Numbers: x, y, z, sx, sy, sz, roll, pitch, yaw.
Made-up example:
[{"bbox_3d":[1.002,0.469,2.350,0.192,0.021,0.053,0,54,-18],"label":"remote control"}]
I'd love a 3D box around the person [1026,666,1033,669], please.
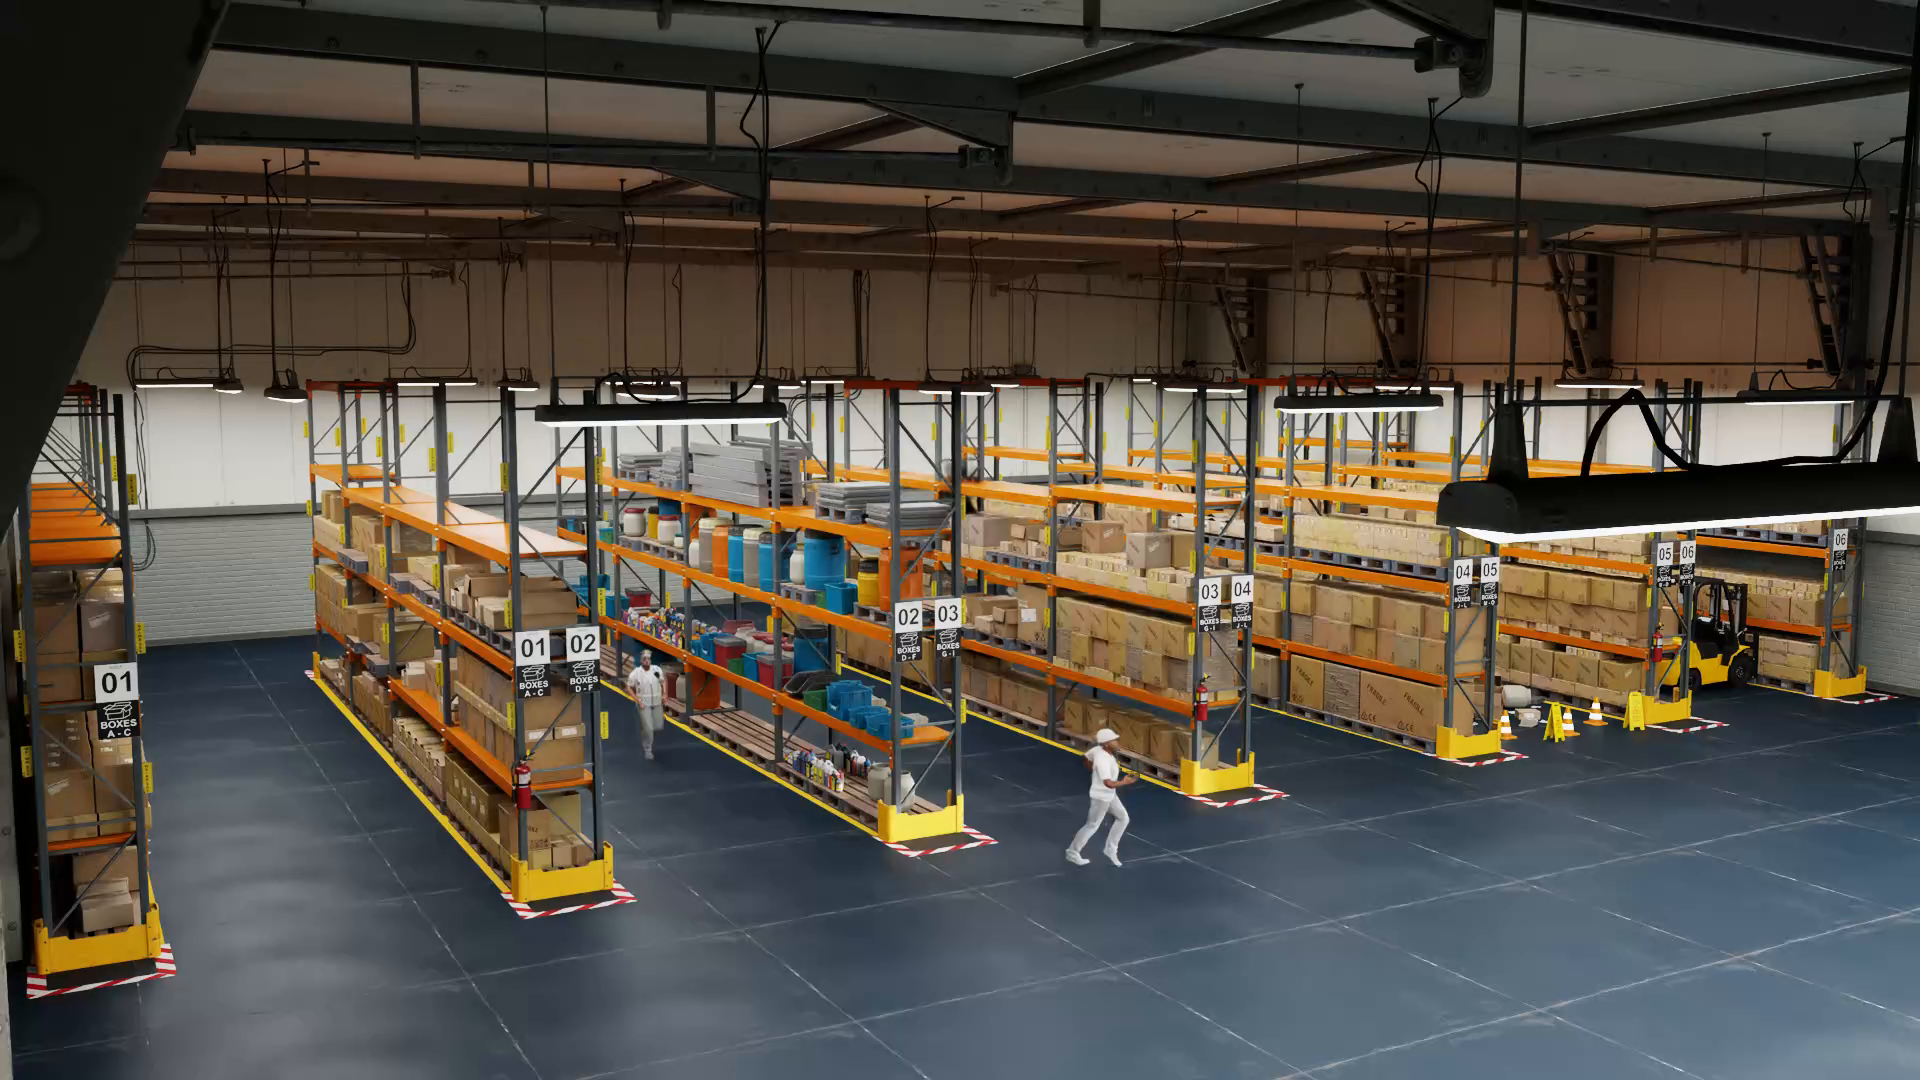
[{"bbox_3d":[1.286,1.726,33.144,0.582,1.624,0.672,-4,7,-35],"label":"person"}]

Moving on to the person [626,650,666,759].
[{"bbox_3d":[-5.035,2.623,26.813,0.661,1.755,0.564,-4,7,-30],"label":"person"}]

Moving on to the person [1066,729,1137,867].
[{"bbox_3d":[1.782,3.241,20.874,0.884,1.795,0.711,1,6,9],"label":"person"}]

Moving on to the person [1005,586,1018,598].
[{"bbox_3d":[1.342,0.963,42.774,0.606,1.639,0.585,-3,7,-29],"label":"person"}]
